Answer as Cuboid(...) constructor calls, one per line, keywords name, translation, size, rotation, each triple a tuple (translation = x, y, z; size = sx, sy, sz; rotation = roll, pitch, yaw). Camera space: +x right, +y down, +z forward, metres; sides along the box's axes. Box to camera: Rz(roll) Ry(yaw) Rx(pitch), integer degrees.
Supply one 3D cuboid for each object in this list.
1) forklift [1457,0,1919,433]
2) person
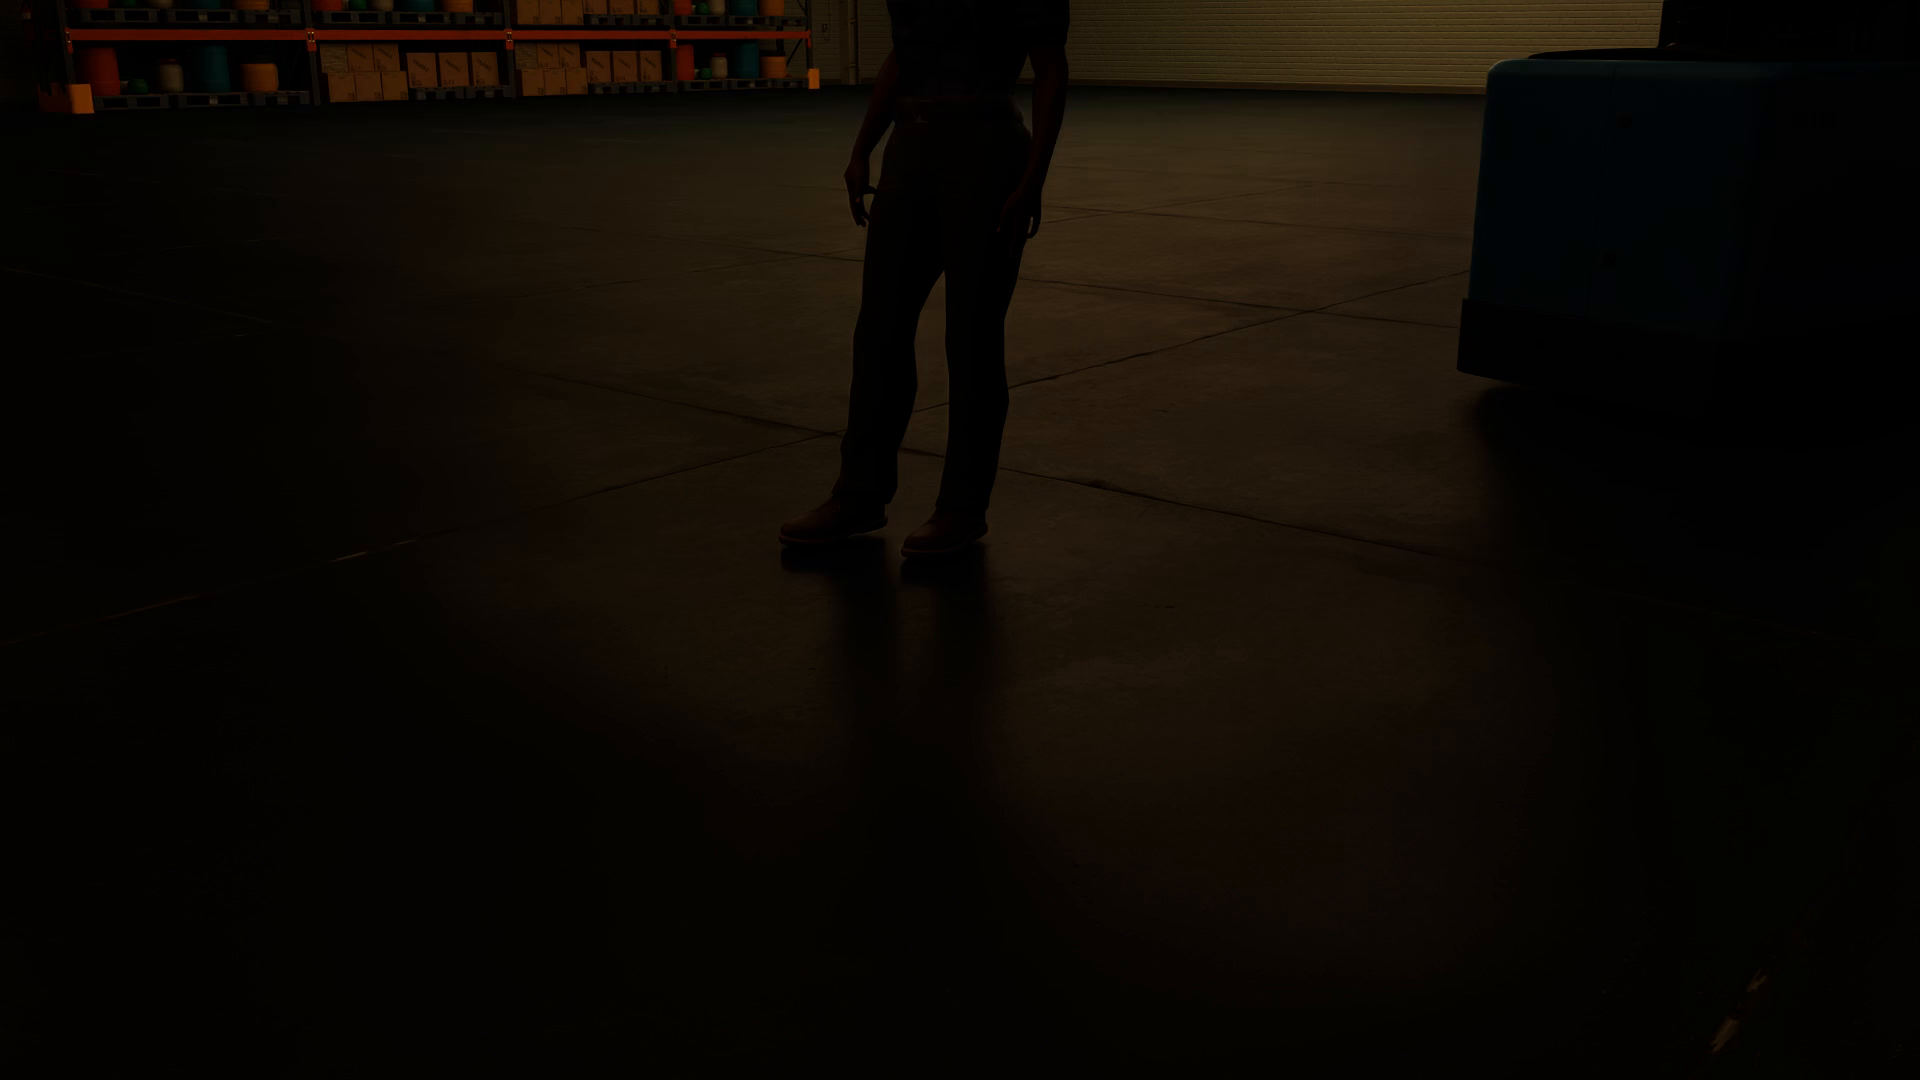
Cuboid(name="forklift", translation=(3.177, -2.025, 5.568), size=(3.031, 2.935, 1.130), rotation=(-11, 20, -32))
Cuboid(name="person", translation=(-0.071, -0.783, 3.647), size=(0.569, 1.656, 0.503), rotation=(13, 21, 37))
